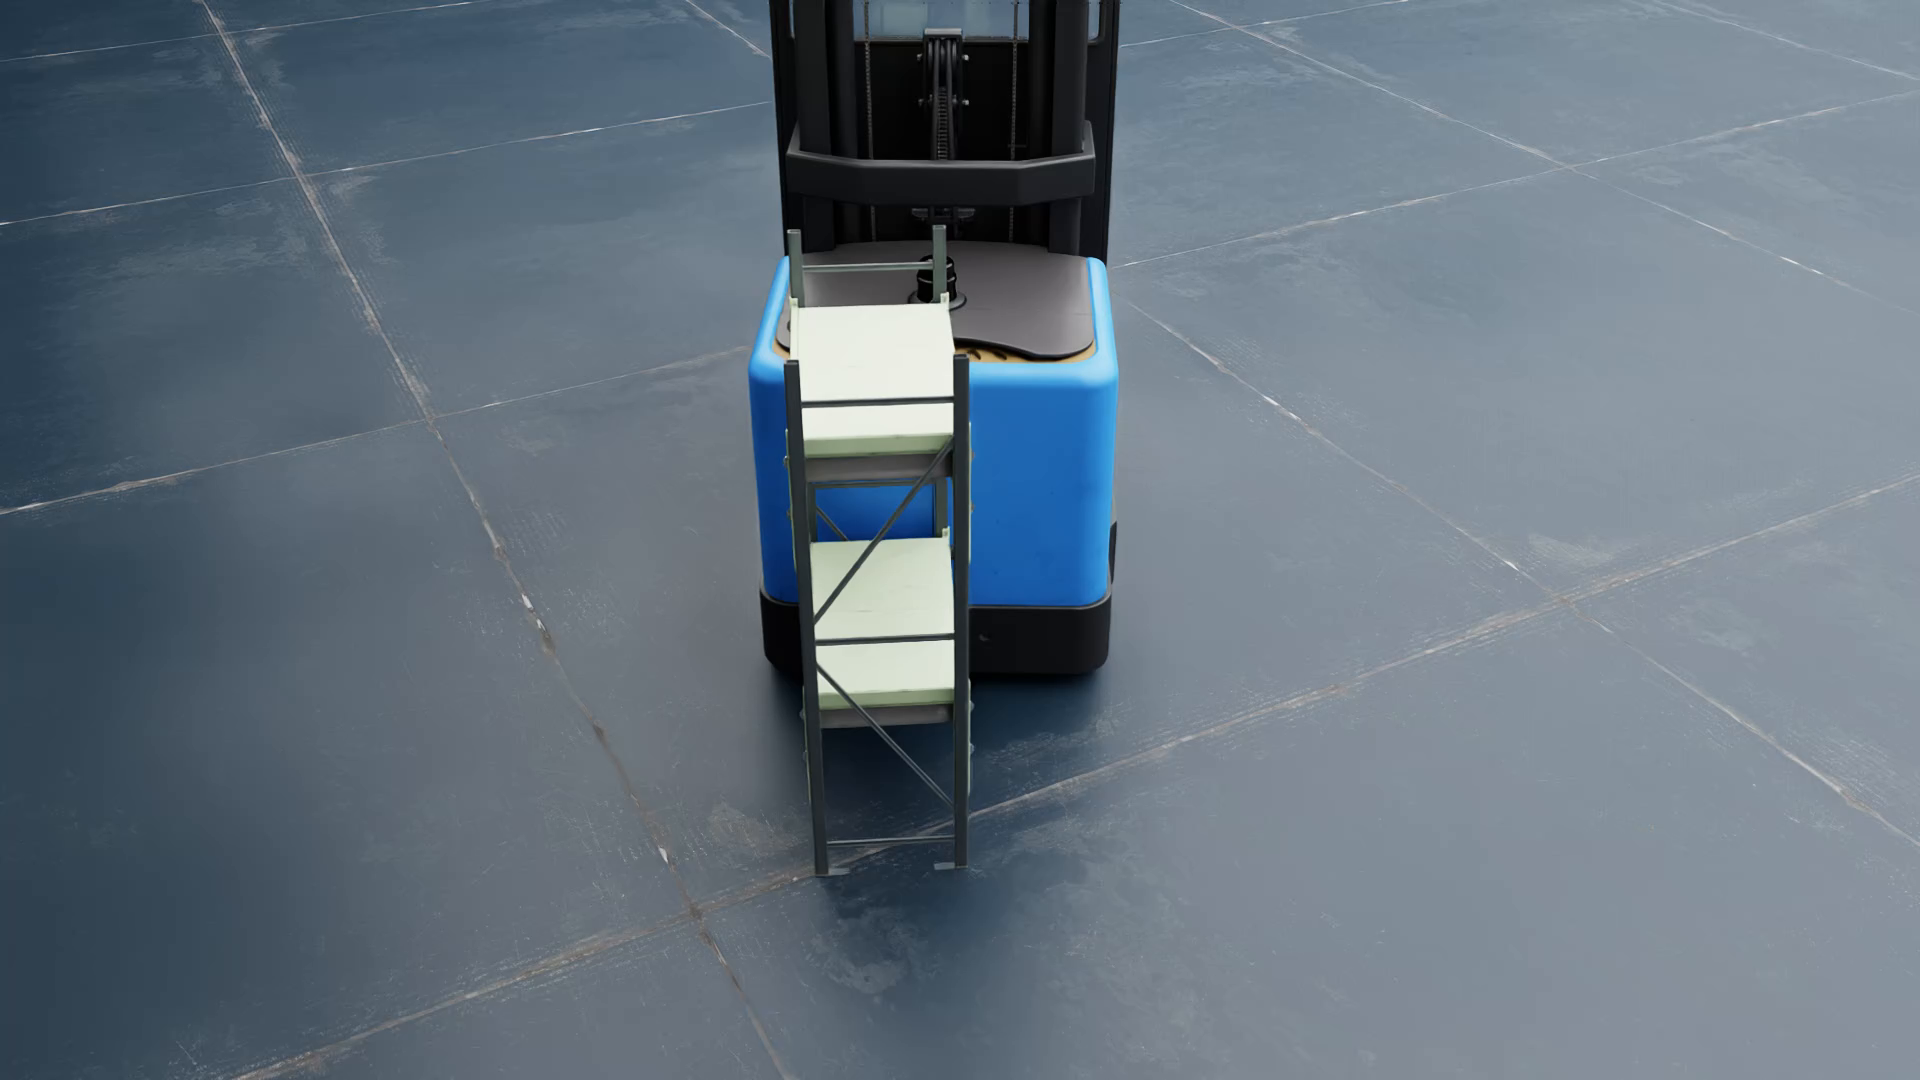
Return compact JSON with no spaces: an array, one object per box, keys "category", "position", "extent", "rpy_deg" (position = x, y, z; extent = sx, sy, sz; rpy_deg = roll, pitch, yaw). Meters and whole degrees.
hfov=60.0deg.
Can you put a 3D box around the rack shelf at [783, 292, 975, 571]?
[{"category":"rack shelf","position":[-0.207,-0.284,4.080],"extent":[0.431,0.370,0.720],"rpy_deg":[-2,33,-4]}]

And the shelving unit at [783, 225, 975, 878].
[{"category":"shelving unit","position":[-0.207,0.044,4.290],"extent":[0.431,1.500,0.755],"rpy_deg":[-2,33,-4]}]

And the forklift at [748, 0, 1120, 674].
[{"category":"forklift","position":[-0.042,-1.593,5.519],"extent":[1.130,2.935,3.031],"rpy_deg":[1,33,1]}]

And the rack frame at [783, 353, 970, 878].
[{"category":"rack frame","position":[-0.179,0.241,3.983],"extent":[0.400,1.500,0.023],"rpy_deg":[-2,33,-4]}]

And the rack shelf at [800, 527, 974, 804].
[{"category":"rack shelf","position":[-0.207,0.319,4.466],"extent":[0.431,0.370,0.720],"rpy_deg":[-2,33,-4]}]

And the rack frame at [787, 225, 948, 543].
[{"category":"rack frame","position":[-0.235,-0.152,4.598],"extent":[0.400,1.500,0.023],"rpy_deg":[-2,33,-4]}]
